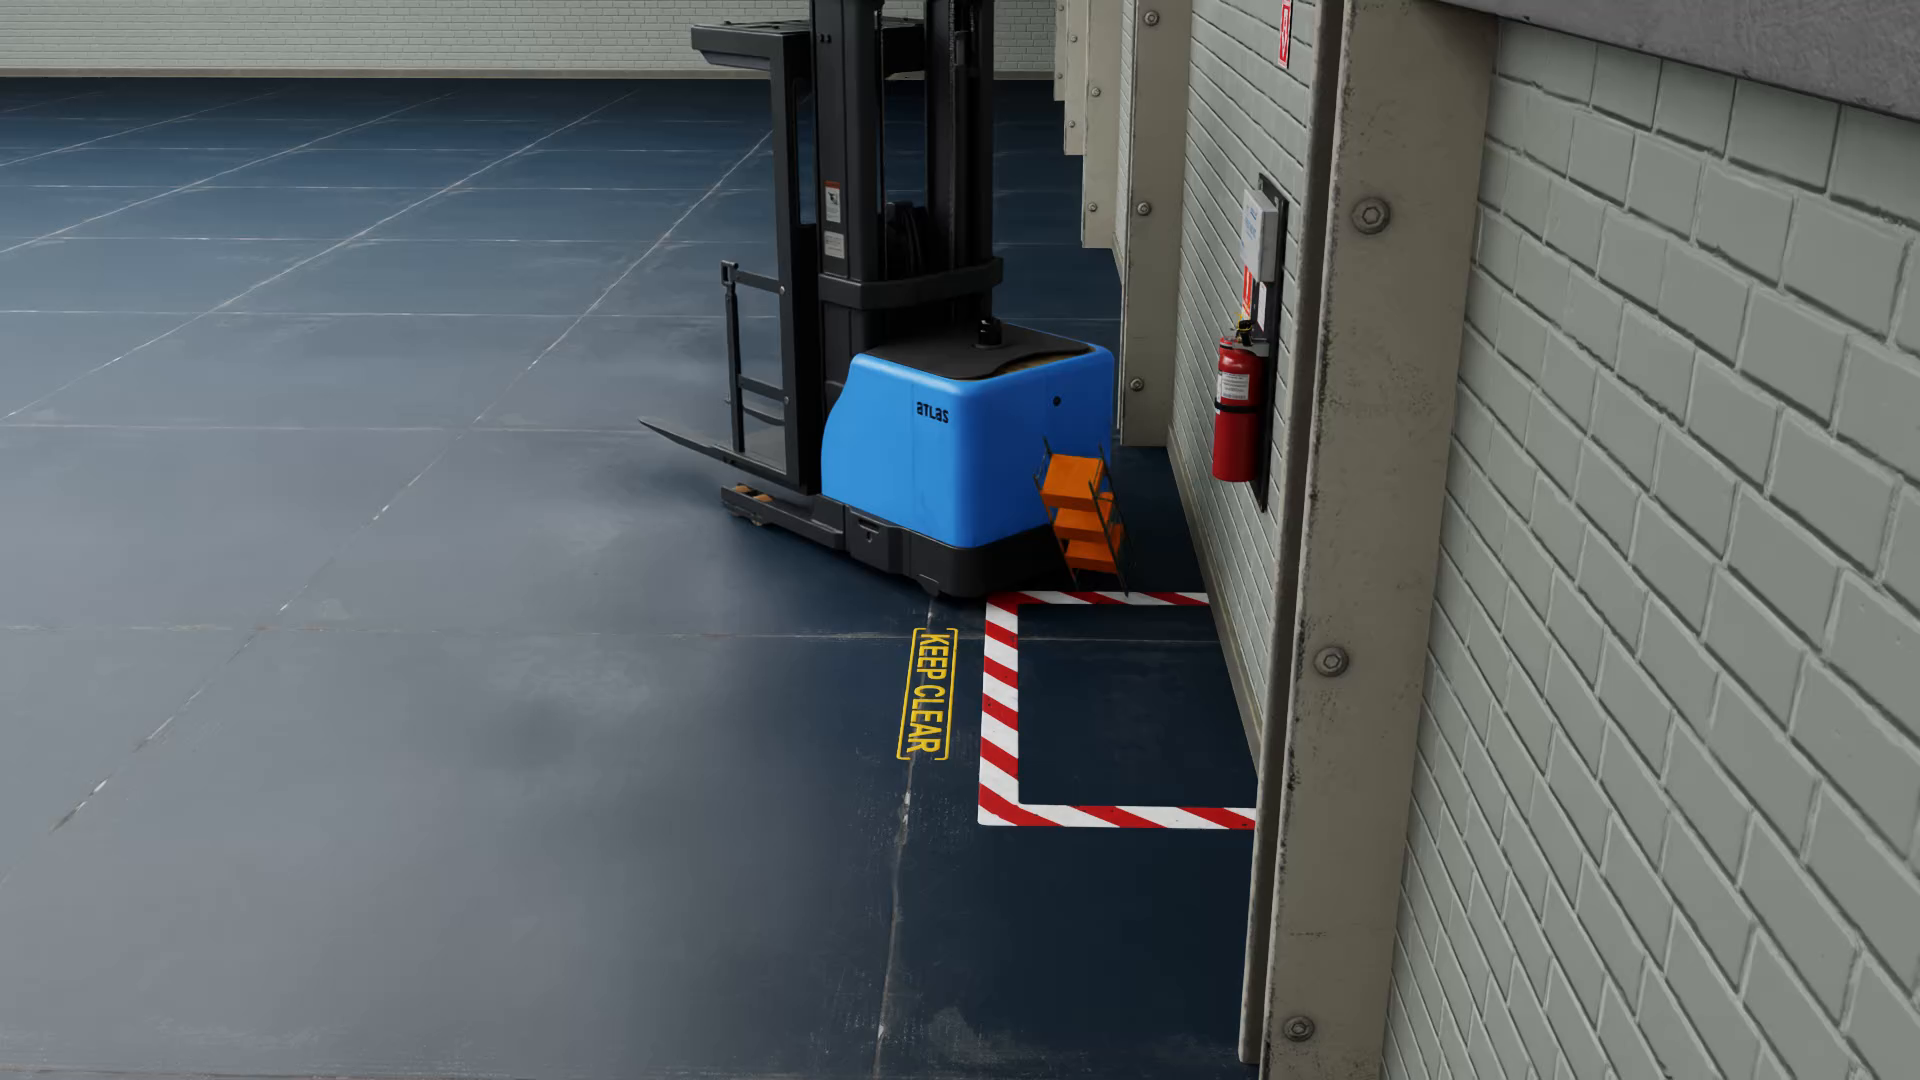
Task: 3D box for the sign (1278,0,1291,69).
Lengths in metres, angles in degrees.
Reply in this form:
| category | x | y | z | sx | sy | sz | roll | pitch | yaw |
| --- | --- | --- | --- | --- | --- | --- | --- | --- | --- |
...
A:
| category | x | y | z | sx | sy | sz | roll | pitch | yaw |
| --- | --- | --- | --- | --- | --- | --- | --- | --- | --- |
| sign | 1.158 | -1.840 | 5.921 | 0.001 | 0.298 | 0.199 | 1 | 21 | 2 |

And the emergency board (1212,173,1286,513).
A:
| category | x | y | z | sx | sy | sz | roll | pitch | yaw |
| --- | --- | --- | --- | --- | --- | --- | --- | --- | --- |
| emergency board | 1.058 | -0.758 | 6.335 | 0.194 | 1.169 | 0.643 | 1 | 21 | 2 |

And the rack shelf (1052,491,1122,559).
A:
| category | x | y | z | sx | sy | sz | roll | pitch | yaw |
| --- | --- | --- | --- | --- | --- | --- | --- | --- | --- |
| rack shelf | 0.574 | -0.081 | 7.444 | 0.240 | 0.259 | 0.215 | 8 | 63 | 20 |

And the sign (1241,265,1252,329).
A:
| category | x | y | z | sx | sy | sz | roll | pitch | yaw |
| --- | --- | --- | --- | --- | --- | --- | --- | --- | --- |
| sign | 1.178 | -0.973 | 6.841 | 0.001 | 0.329 | 0.234 | 1 | 21 | 2 |

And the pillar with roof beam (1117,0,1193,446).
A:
| category | x | y | z | sx | sy | sz | roll | pitch | yaw |
| --- | --- | --- | --- | --- | --- | --- | --- | --- | --- |
| pillar with roof beam | -3.175 | -4.878 | 8.661 | 9.100 | 9.000 | 0.400 | 1 | 21 | 2 |

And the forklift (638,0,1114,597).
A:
| category | x | y | z | sx | sy | sz | roll | pitch | yaw |
| --- | --- | --- | --- | --- | --- | --- | --- | --- | --- |
| forklift | -0.618 | -1.549 | 8.470 | 1.130 | 2.935 | 3.031 | -18 | 28 | -39 |

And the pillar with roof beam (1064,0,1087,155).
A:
| category | x | y | z | sx | sy | sz | roll | pitch | yaw |
| --- | --- | --- | --- | --- | --- | --- | --- | --- | --- |
| pillar with roof beam | -2.810 | -9.217 | 19.844 | 9.100 | 9.000 | 0.400 | 1 | 21 | 2 |

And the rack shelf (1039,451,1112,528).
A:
| category | x | y | z | sx | sy | sz | roll | pitch | yaw |
| --- | --- | --- | --- | --- | --- | --- | --- | --- | --- |
| rack shelf | 0.507 | -0.218 | 7.205 | 0.240 | 0.259 | 0.215 | 8 | 63 | 20 |

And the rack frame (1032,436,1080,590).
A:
| category | x | y | z | sx | sy | sz | roll | pitch | yaw |
| --- | --- | --- | --- | --- | --- | --- | --- | --- | --- |
| rack frame | 0.458 | -0.102 | 7.476 | 0.008 | 1.050 | 0.200 | 8 | 63 | 20 |

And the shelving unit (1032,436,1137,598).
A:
| category | x | y | z | sx | sy | sz | roll | pitch | yaw |
| --- | --- | --- | --- | --- | --- | --- | --- | --- | --- |
| shelving unit | 0.572 | -0.086 | 7.435 | 0.252 | 1.050 | 0.215 | 8 | 63 | 20 |

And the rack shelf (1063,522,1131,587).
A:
| category | x | y | z | sx | sy | sz | roll | pitch | yaw |
| --- | --- | --- | --- | --- | --- | --- | --- | --- | --- |
| rack shelf | 0.640 | 0.053 | 7.678 | 0.240 | 0.259 | 0.215 | 8 | 63 | 20 |

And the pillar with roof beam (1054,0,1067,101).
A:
| category | x | y | z | sx | sy | sz | roll | pitch | yaw |
| --- | --- | --- | --- | --- | --- | --- | --- | --- | --- |
| pillar with roof beam | -2.628 | -11.386 | 25.435 | 9.100 | 9.000 | 0.400 | 1 | 21 | 2 |

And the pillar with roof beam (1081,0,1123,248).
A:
| category | x | y | z | sx | sy | sz | roll | pitch | yaw |
| --- | --- | --- | --- | --- | --- | --- | --- | --- | --- |
| pillar with roof beam | -2.993 | -7.048 | 14.253 | 9.100 | 9.000 | 0.400 | 1 | 21 | 2 |

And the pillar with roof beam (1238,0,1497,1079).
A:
| category | x | y | z | sx | sy | sz | roll | pitch | yaw |
| --- | --- | --- | --- | --- | --- | --- | --- | --- | --- |
| pillar with roof beam | -3.358 | -2.709 | 3.070 | 9.100 | 9.000 | 0.400 | 1 | 21 | 2 |

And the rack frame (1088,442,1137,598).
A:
| category | x | y | z | sx | sy | sz | roll | pitch | yaw |
| --- | --- | --- | --- | --- | --- | --- | --- | --- | --- |
| rack frame | 0.686 | -0.071 | 7.394 | 0.008 | 1.050 | 0.200 | 8 | 63 | 20 |
